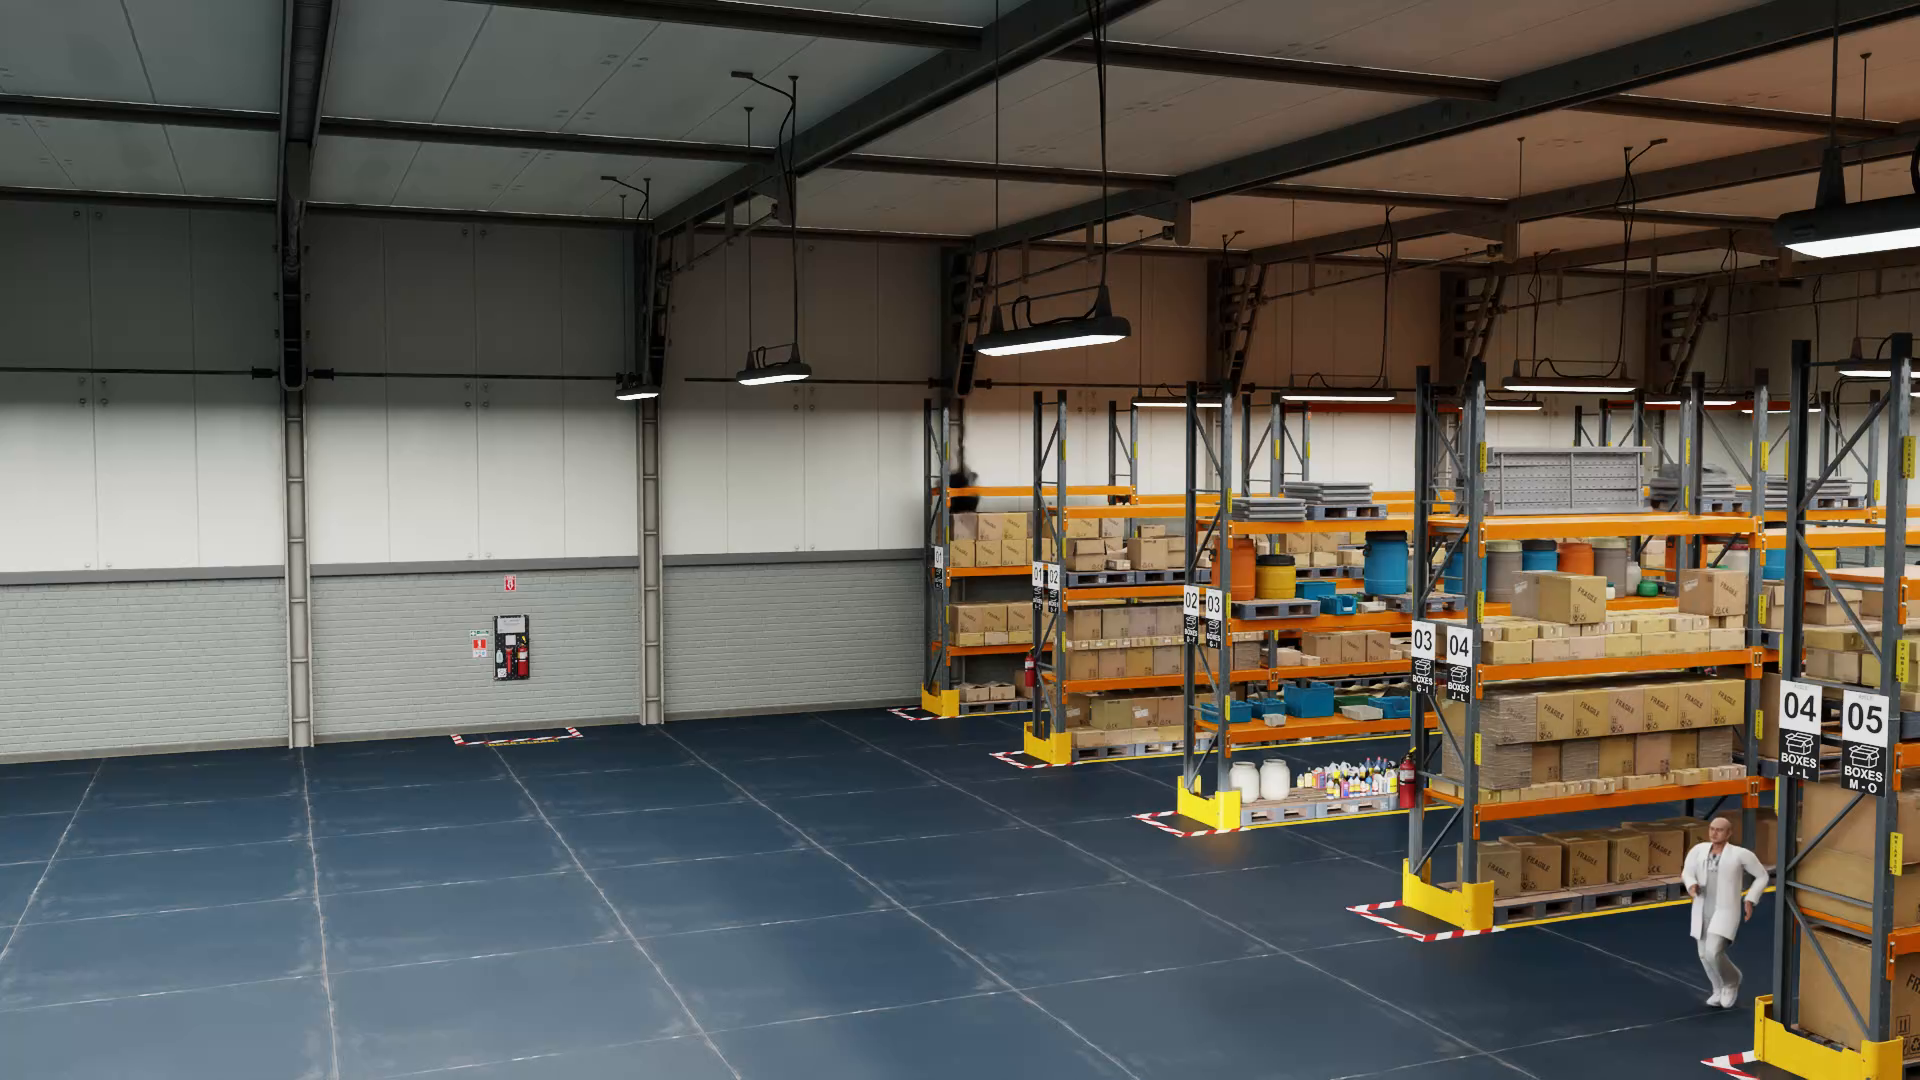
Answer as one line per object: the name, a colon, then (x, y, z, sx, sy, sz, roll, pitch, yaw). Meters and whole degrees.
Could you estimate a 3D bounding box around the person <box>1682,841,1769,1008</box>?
person: (17.398, 2.560, 18.009, 20.971, 3.100, 8.571, -3, 4, -37)
